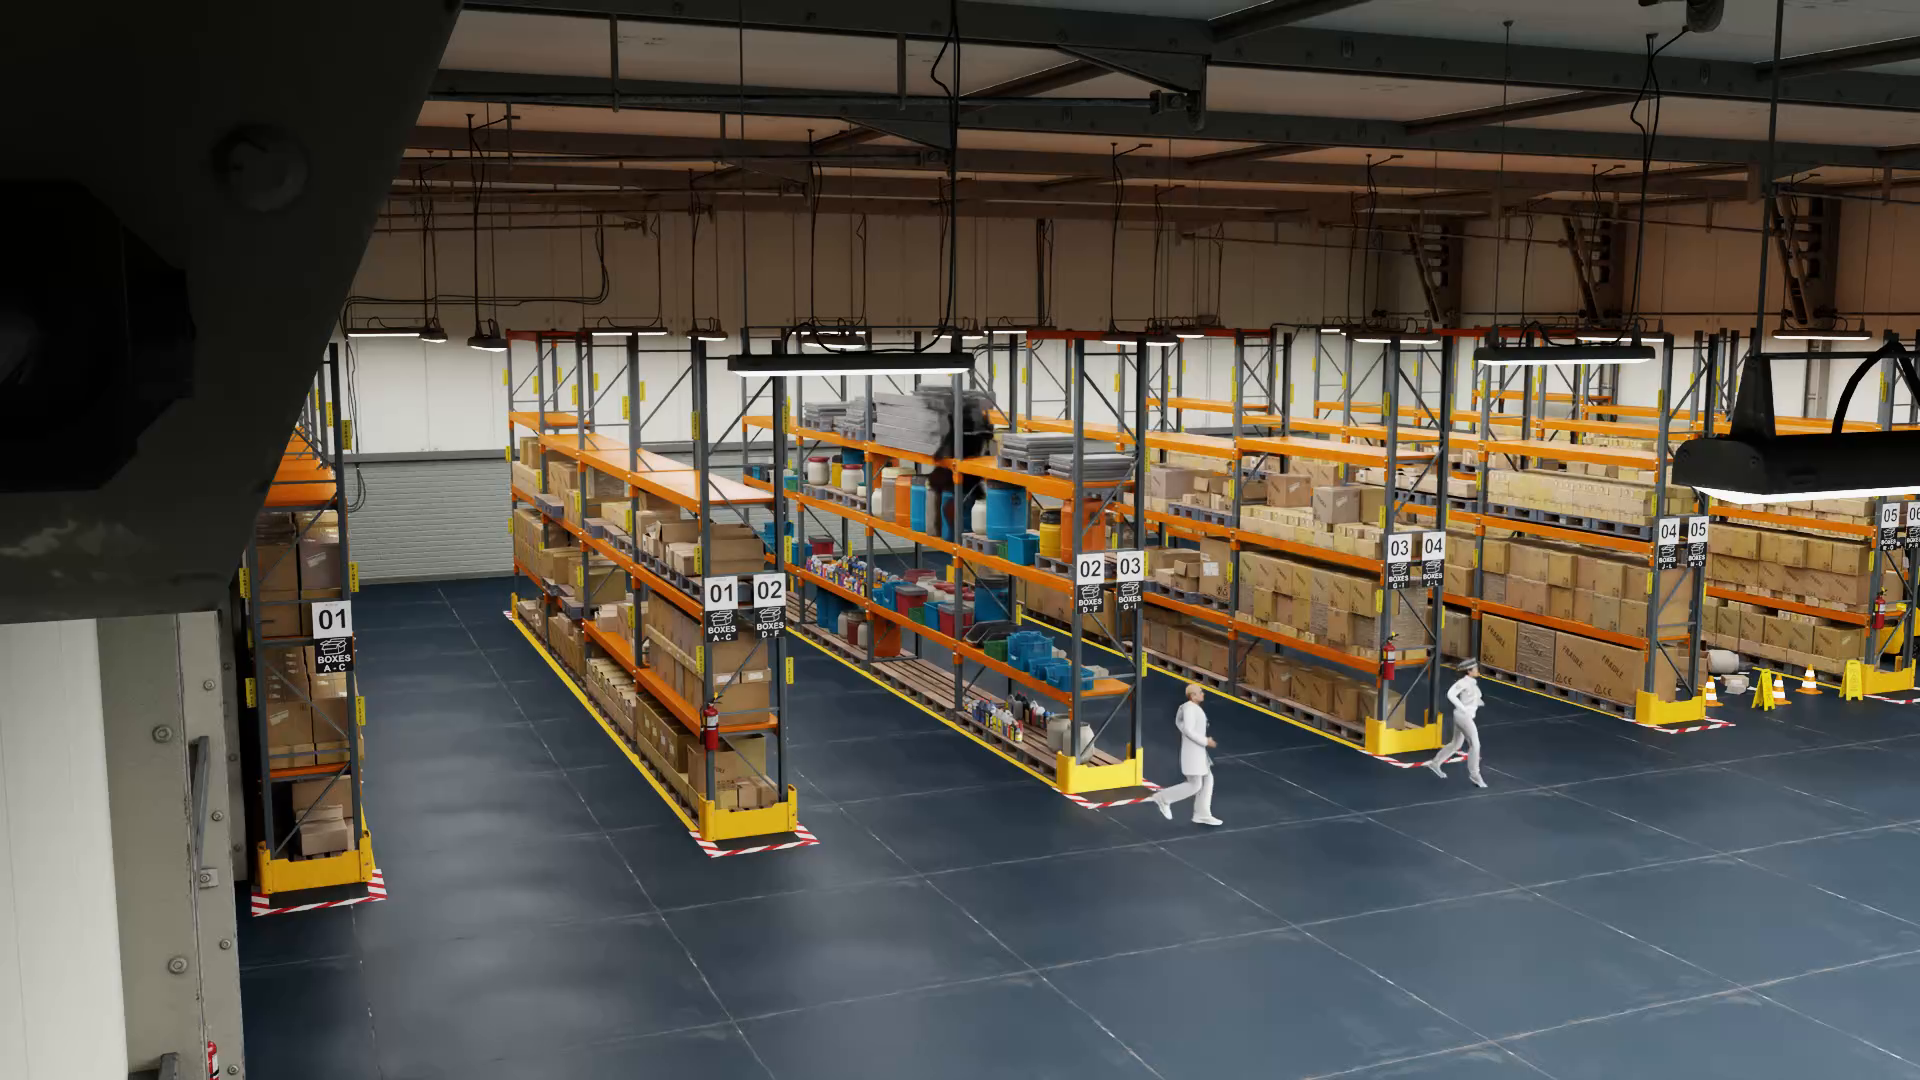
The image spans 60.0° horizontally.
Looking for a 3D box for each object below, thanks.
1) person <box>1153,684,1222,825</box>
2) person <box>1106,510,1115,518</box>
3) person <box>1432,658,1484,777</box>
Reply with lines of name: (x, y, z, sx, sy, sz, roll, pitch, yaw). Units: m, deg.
person: (2.849, 2.663, 20.745, 0.868, 1.758, 0.735, 1, 8, 7)
person: (3.480, 0.118, 39.254, 0.759, 1.750, 0.958, -1, 8, -4)
person: (6.781, 2.376, 22.619, 0.666, 1.584, 0.618, 3, 8, 21)
